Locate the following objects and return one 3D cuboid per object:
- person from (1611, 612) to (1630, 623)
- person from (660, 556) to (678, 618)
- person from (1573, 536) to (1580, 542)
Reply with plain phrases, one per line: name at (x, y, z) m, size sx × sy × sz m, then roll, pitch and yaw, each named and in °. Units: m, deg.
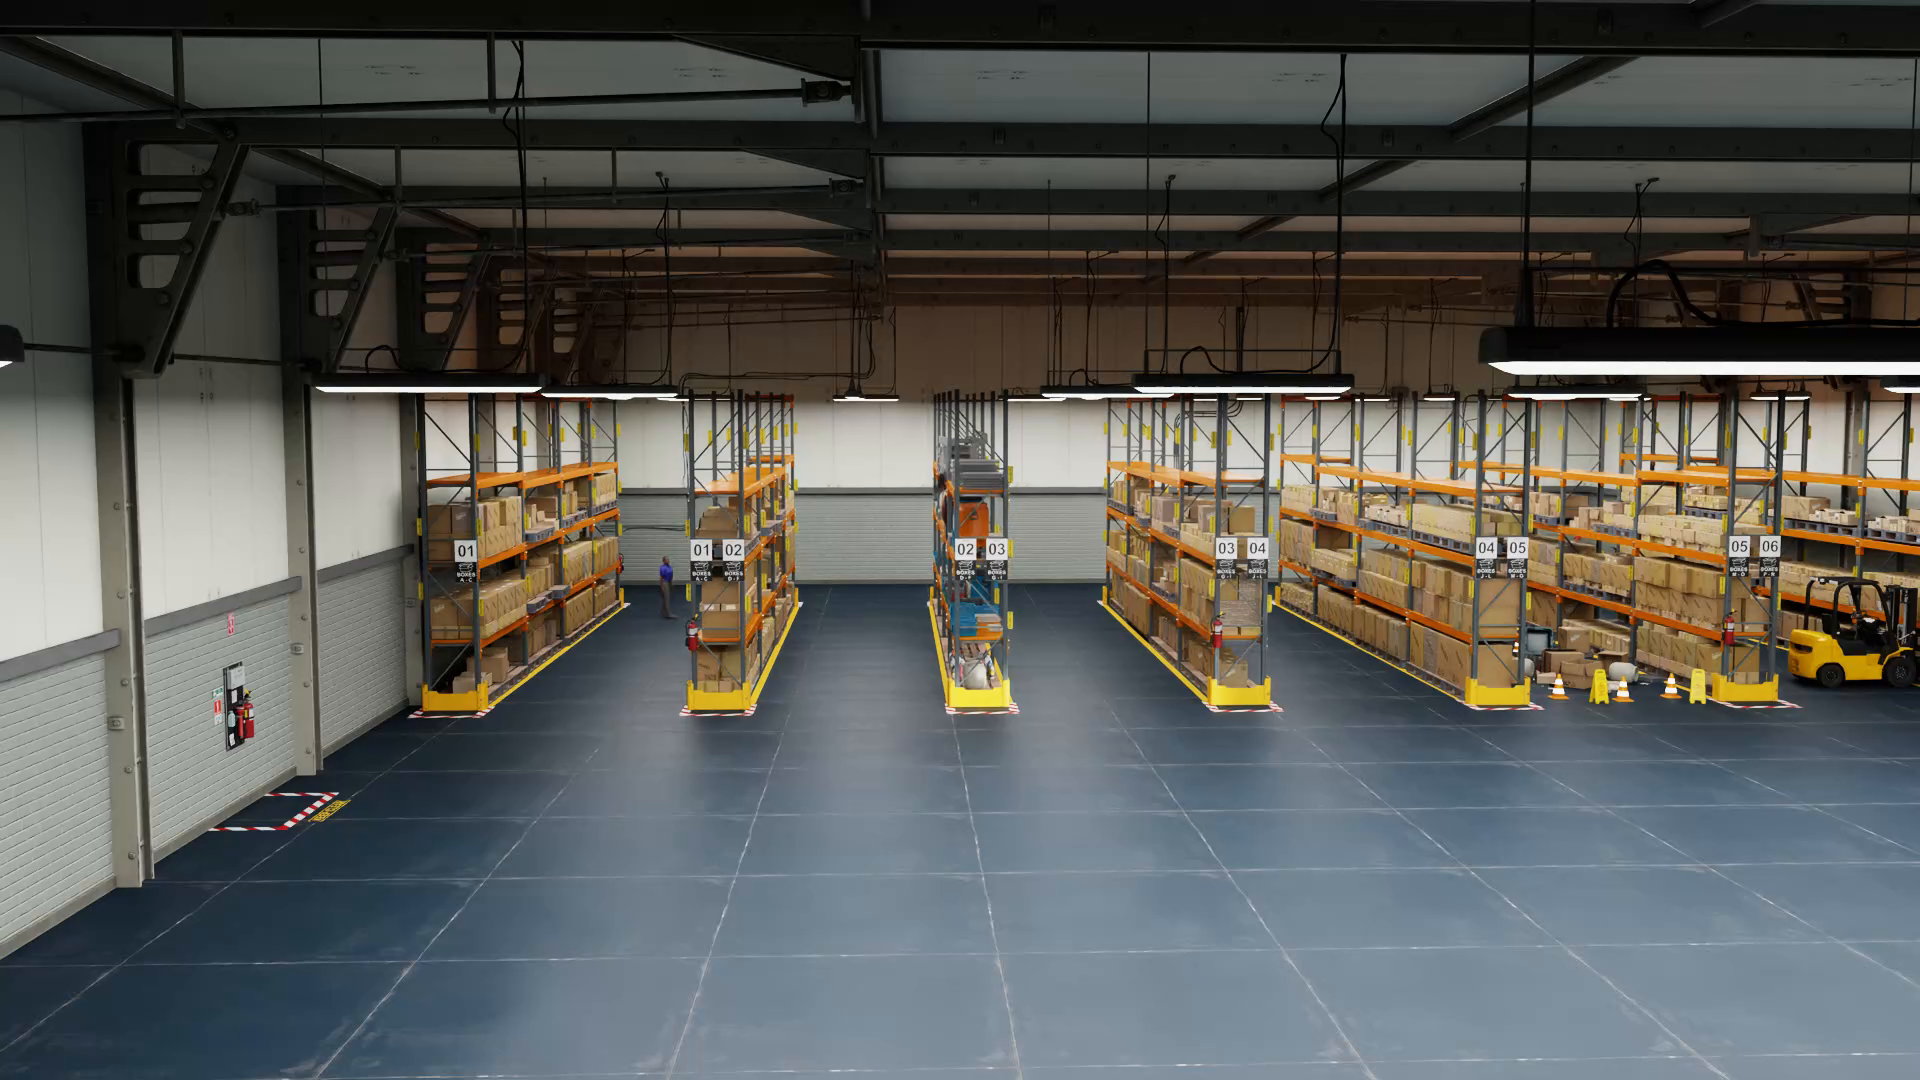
person at (17.413, 1.273, 43.747) m, size 0.523 × 1.779 × 0.595 m, roll 1°, pitch 5°, yaw 14°
person at (-7.818, 1.257, 44.729) m, size 0.555 × 1.664 × 0.488 m, roll 1°, pitch 5°, yaw 14°
person at (18.794, 0.718, 50.634) m, size 0.516 × 1.741 × 1.106 m, roll 2°, pitch 5°, yaw 24°
